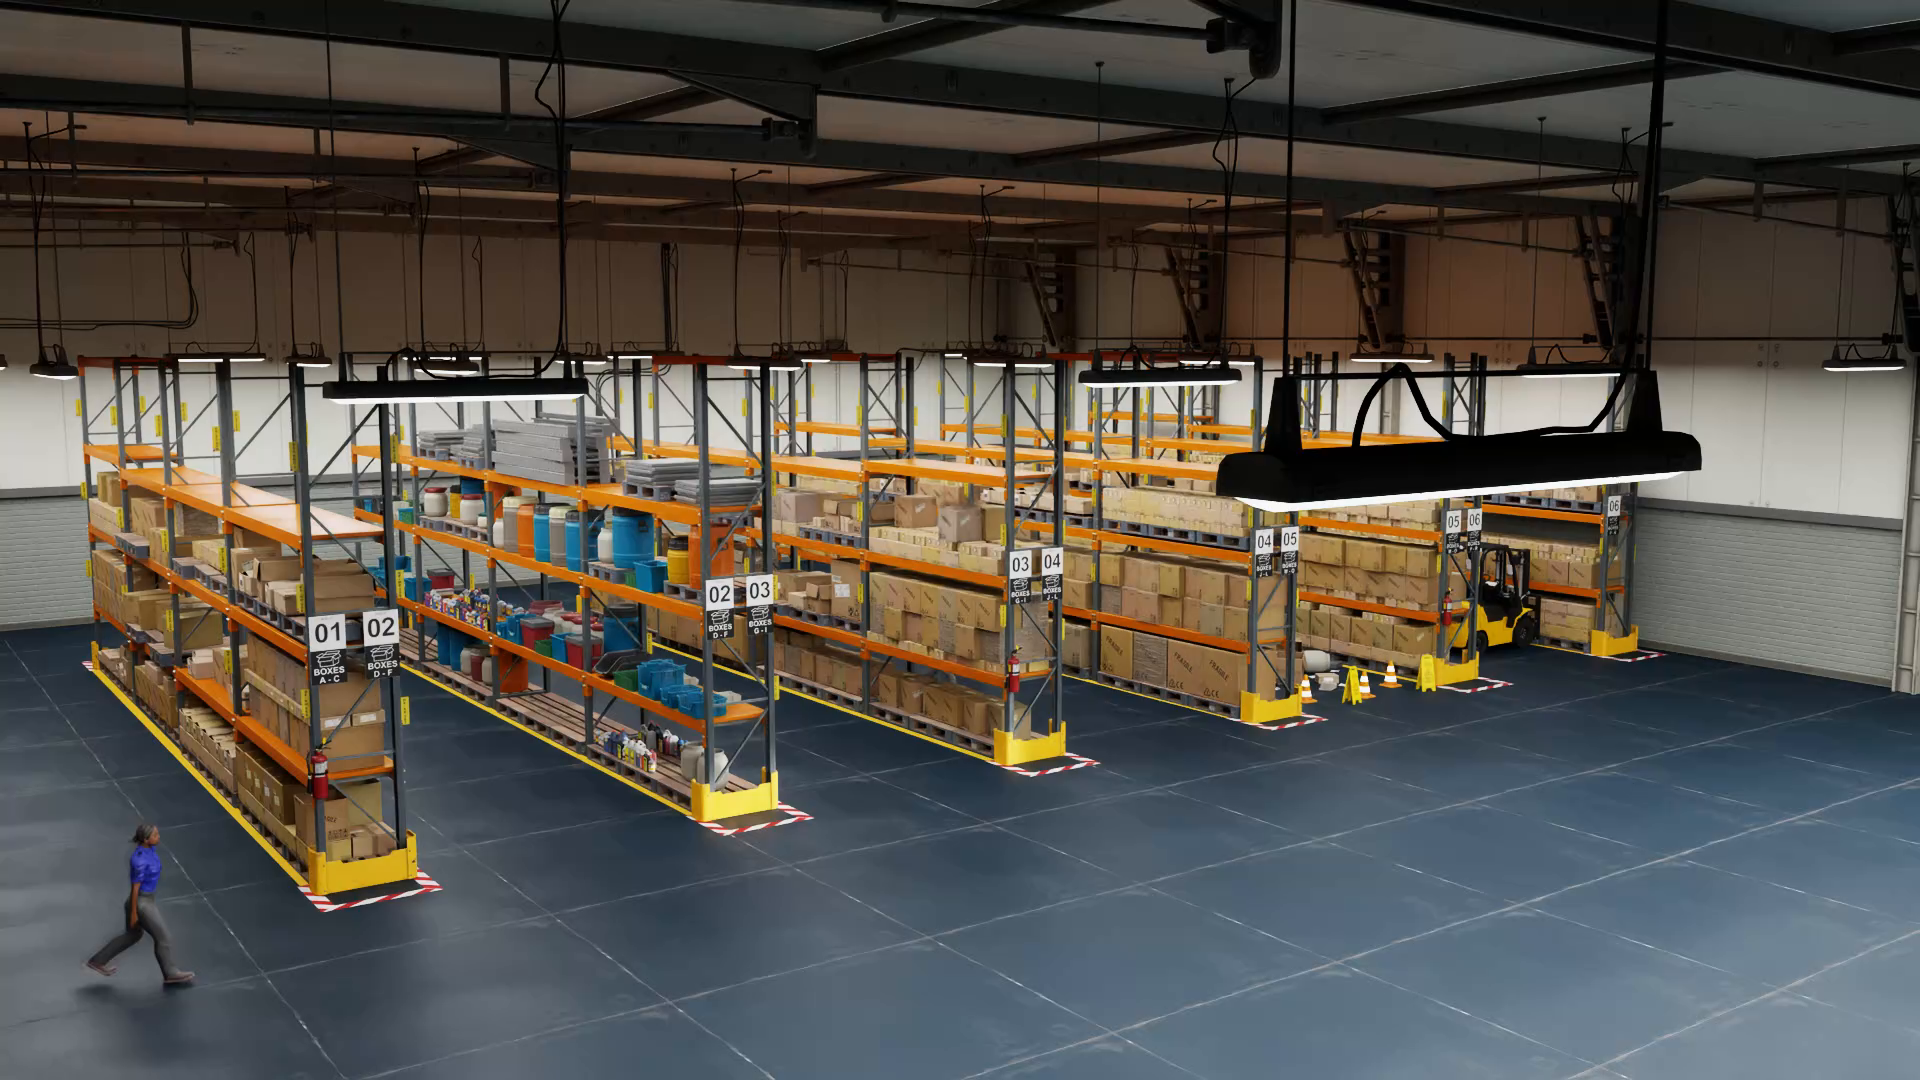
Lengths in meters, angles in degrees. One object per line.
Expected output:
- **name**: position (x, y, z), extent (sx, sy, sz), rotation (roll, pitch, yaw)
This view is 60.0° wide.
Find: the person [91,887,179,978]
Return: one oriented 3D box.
- **person**: position (-8.123, 3.846, 16.330), extent (0.843, 0.921, 0.376), rotation (-1, 7, -11)
